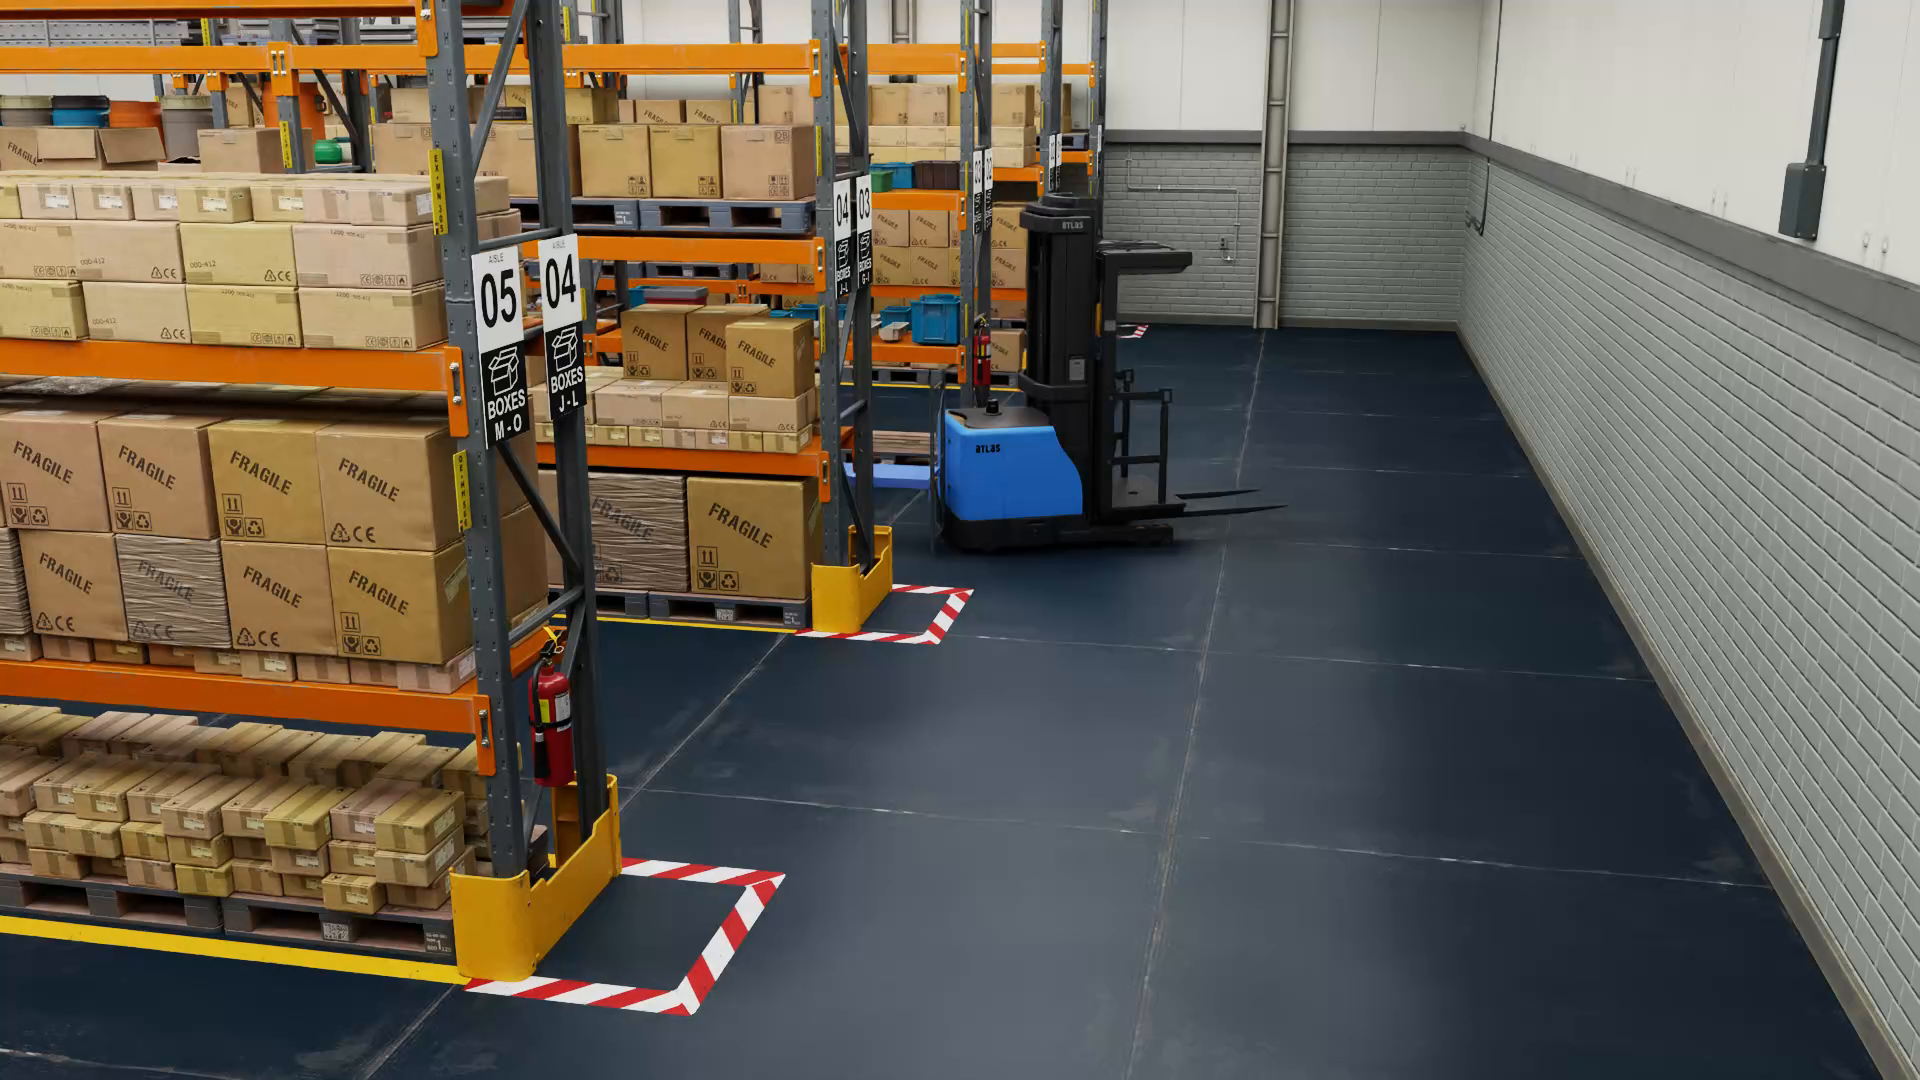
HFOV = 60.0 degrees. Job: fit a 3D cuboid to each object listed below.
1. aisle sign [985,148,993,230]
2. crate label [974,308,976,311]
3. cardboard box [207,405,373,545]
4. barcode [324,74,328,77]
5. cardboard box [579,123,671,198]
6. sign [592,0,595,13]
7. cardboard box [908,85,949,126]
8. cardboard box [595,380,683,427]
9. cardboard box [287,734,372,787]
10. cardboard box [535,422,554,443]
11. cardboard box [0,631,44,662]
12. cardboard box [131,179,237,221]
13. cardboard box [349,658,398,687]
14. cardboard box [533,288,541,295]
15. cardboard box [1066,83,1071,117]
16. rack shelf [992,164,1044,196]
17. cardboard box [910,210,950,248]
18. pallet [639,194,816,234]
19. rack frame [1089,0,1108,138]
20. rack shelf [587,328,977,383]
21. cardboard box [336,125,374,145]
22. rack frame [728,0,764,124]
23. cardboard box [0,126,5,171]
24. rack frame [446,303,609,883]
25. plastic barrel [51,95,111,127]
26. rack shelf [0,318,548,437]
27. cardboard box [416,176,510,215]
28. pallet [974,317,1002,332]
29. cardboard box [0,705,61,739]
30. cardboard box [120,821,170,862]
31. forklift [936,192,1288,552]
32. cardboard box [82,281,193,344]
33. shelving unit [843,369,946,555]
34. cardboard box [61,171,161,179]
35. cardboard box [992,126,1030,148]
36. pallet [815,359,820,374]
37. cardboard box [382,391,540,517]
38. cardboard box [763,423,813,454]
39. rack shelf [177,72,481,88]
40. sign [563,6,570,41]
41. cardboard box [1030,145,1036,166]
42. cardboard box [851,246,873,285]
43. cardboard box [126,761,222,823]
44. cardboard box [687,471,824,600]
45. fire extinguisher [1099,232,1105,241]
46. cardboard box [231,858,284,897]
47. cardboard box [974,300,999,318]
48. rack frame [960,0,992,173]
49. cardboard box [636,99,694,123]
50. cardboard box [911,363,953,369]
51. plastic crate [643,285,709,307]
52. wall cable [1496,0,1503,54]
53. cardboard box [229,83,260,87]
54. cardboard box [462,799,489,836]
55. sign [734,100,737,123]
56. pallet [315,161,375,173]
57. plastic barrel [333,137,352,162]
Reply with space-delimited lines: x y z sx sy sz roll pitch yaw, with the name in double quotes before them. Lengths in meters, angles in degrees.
"aisle sign" 0.291 -3.548 16.812 0.004 0.787 0.394 3 16 11
"crate label" -0.015 -2.269 17.265 0.303 0.233 0.416 3 16 11
"cardboard box" -2.908 -0.293 7.314 0.500 0.500 0.500 3 16 9
"barcode" -10.901 -7.999 28.572 0.075 0.075 0.001 3 16 11
"cardboard box" -2.390 -2.760 12.057 0.500 0.500 0.700 2 16 7
"sign" -5.803 -8.476 26.335 0.005 0.325 0.100 3 16 11
"cardboard box" -0.339 -5.563 21.277 0.500 0.500 0.700 3 16 11
"cardboard box" -2.350 -1.007 12.234 0.500 0.250 0.500 3 16 9
"cardboard box" -3.134 1.113 8.295 0.250 0.149 0.380 2 16 8
"cardboard box" -2.994 -0.832 12.348 0.250 0.149 0.380 3 16 9
"cardboard box" -4.321 0.433 7.782 0.250 0.149 0.380 4 16 14
"cardboard box" -3.288 -1.448 7.079 0.250 0.149 0.380 3 16 10
"cardboard box" -2.526 0.521 7.463 0.250 0.149 0.380 3 16 11
"cardboard box" -6.902 -4.329 28.358 0.500 0.500 0.700 3 16 11
"cardboard box" 1.468 -6.900 26.067 0.500 0.500 0.500 2 16 9
"rack shelf" -0.808 -4.722 21.650 4.000 0.370 1.077 3 16 11
"cardboard box" -0.344 -4.052 21.440 0.500 0.500 0.500 4 16 13
"pallet" -1.555 -2.365 11.959 1.213 0.211 1.003 3 16 11
"rack frame" 2.135 -7.704 25.448 0.127 3.000 1.000 3 16 11
"rack shelf" -1.799 -1.981 17.373 4.000 0.370 1.077 3 16 11
"cardboard box" -8.219 -5.584 22.908 0.500 0.250 0.500 3 16 10
"rack frame" -2.768 -6.621 21.537 0.127 3.000 1.000 3 16 11
"cardboard box" -8.054 -3.035 13.232 0.637 0.503 0.797 4 16 14
"rack frame" -1.914 0.366 7.551 0.127 3.000 1.000 3 16 11
"plastic barrel" -9.775 -4.507 18.586 0.708 0.901 0.600 3 16 11
"rack shelf" -3.873 -0.839 7.630 4.000 0.370 1.077 3 16 11
"cardboard box" -2.186 -1.517 7.328 0.250 0.149 0.380 3 16 11
"pallet" 0.144 -3.557 26.937 1.213 0.211 1.003 3 16 11
"cardboard box" -4.929 1.004 8.689 0.250 0.149 0.380 3 16 11
"cardboard box" -3.755 1.371 7.919 0.250 0.149 0.380 4 16 14
"forklift" 1.362 -1.496 14.402 3.031 2.935 1.130 -4 16 -13
"cardboard box" -3.397 -1.017 7.207 0.500 0.250 0.500 4 16 13
"shelving unit" -0.687 -0.687 14.162 1.048 1.500 0.538 3 16 10
"cardboard box" -3.947 -1.638 7.763 0.250 0.149 0.380 3 16 10
"cardboard box" 0.597 -5.092 20.981 0.500 0.250 0.500 3 16 11
"pallet" -2.095 -2.349 22.578 1.213 0.211 1.003 3 16 11
"cardboard box" -2.301 -0.400 7.701 0.500 0.500 0.500 3 16 11
"cardboard box" -1.241 -0.738 12.006 0.250 0.149 0.380 3 16 12
"rack shelf" -8.648 -6.401 22.839 4.000 0.370 1.077 3 16 11
"sign" -3.870 -5.081 16.369 0.005 0.325 0.100 3 16 11
"cardboard box" 0.699 -4.984 21.528 0.500 0.250 0.500 3 16 11
"cardboard box" -1.331 -3.626 21.776 0.500 0.500 0.500 3 16 11
"cardboard box" -3.748 1.207 7.954 0.250 0.149 0.380 3 16 9
"cardboard box" -1.469 -0.117 12.490 0.875 0.875 0.875 3 16 11
"fire extinguisher" 2.191 -4.467 25.844 0.183 0.674 0.296 3 16 11
"cardboard box" -3.229 1.531 7.900 0.250 0.149 0.380 3 16 12
"cardboard box" 0.446 -3.875 26.758 0.500 0.500 0.700 3 16 9
"rack frame" 0.161 -5.113 16.092 0.127 3.000 1.000 3 16 11
"cardboard box" -3.907 -5.550 22.128 0.600 0.600 0.600 3 16 10
"cardboard box" -0.355 -2.427 21.961 0.500 0.250 0.500 3 16 11
"plastic crate" -2.934 -2.381 17.236 0.583 0.464 0.402 3 16 11
"wall cable" 7.067 -7.540 21.210 0.112 2.526 3.097 3 16 11
"cardboard box" -12.229 -7.501 28.236 0.500 0.500 0.500 4 16 13
"cardboard box" -2.376 1.299 8.178 0.250 0.149 0.380 4 16 13
"sign" -2.875 -5.469 21.291 0.005 0.325 0.100 3 16 11
"pallet" -6.949 -3.935 17.815 1.213 0.211 1.003 3 16 11
"plastic barrel" -6.599 -4.210 17.924 0.301 0.262 0.301 0 15 0
